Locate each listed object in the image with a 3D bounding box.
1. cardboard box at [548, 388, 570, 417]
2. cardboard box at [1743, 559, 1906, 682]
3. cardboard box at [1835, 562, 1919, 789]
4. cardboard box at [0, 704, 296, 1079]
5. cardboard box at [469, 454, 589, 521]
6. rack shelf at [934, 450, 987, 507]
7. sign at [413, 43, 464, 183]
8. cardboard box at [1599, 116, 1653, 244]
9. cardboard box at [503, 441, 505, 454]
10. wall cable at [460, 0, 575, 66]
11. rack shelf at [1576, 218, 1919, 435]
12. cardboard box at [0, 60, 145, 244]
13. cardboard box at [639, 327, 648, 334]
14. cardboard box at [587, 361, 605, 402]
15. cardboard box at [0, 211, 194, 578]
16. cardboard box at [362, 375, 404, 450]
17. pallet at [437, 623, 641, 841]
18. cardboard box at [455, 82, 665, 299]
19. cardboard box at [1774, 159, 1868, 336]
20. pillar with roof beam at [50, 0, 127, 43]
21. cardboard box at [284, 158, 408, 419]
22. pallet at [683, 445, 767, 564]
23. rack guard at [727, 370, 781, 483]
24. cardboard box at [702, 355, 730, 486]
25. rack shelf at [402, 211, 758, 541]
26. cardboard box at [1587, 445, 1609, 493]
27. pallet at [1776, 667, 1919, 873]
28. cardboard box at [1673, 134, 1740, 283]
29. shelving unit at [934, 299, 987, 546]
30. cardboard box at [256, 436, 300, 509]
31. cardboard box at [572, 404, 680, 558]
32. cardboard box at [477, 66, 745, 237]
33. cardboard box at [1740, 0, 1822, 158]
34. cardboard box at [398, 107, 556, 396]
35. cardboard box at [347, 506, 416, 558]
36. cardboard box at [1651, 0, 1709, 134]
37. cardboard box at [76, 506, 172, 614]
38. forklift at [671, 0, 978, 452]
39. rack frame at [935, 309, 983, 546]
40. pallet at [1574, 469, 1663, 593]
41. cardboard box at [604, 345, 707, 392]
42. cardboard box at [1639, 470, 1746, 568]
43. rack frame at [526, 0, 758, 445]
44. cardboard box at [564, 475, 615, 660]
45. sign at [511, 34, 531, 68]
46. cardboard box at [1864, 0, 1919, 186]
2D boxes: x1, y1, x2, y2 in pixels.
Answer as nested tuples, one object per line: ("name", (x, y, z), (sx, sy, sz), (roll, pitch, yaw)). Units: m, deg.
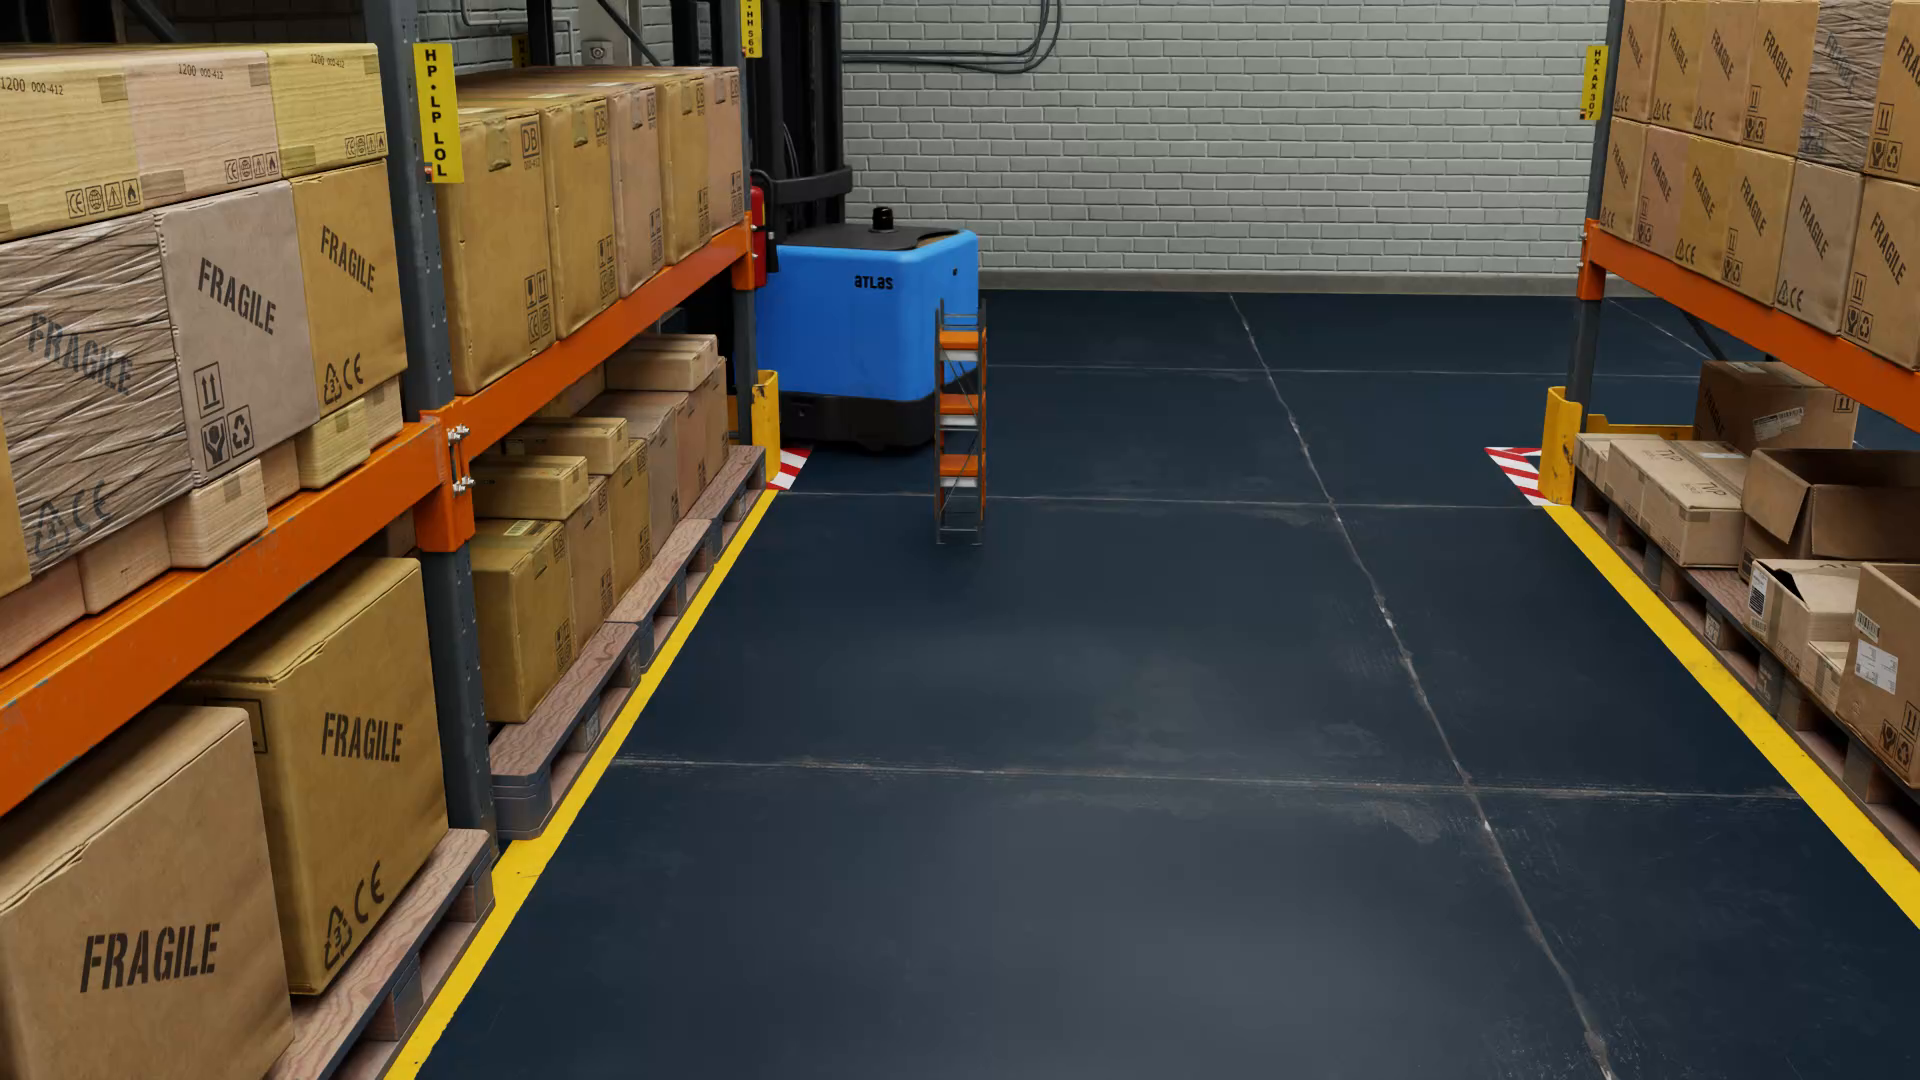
("cardboard box", (-1.744, -0.515, 6.475), (0.380, 0.149, 0.250), (1, 18, 4))
("cardboard box", (2.952, 0.239, 5.487), (0.500, 0.311, 0.500), (1, 18, 4))
("cardboard box", (2.898, 0.382, 4.747), (0.500, 0.500, 0.500), (1, 18, 4))
("cardboard box", (-1.778, 0.780, 3.002), (0.750, 0.750, 0.750), (2, 18, 6))
("cardboard box", (-1.438, -0.175, 5.437), (0.380, 0.149, 0.250), (2, 18, 6))
("rack shelf", (0.004, -0.241, 7.400), (0.215, 0.259, 0.240), (1, 18, 4))
("sign", (-1.259, -1.026, 4.005), (0.100, 0.325, 0.005), (1, 18, 4))
("cardboard box", (3.132, -1.571, 7.240), (0.500, 0.500, 0.500), (2, 18, 5))
("cardboard box", (-1.780, -0.356, 5.990), (0.380, 0.149, 0.250), (1, 18, 4))
("wall cable", (-2.366, -2.666, 9.112), (0.084, 1.984, 1.851), (1, 18, 4))
("rack shelf", (3.284, -0.692, 5.874), (1.077, 0.370, 4.000), (1, 18, 4))
("cardboard box", (-1.662, -0.610, 2.591), (0.500, 0.250, 0.500), (2, 18, 5))
("cardboard box", (-1.655, -0.908, 7.677), (0.380, 0.149, 0.250), (1, 18, 4))
("cardboard box", (-1.709, -0.673, 6.959), (0.380, 0.149, 0.250), (1, 18, 4))
("cardboard box", (-1.654, -0.257, 2.721), (0.500, 0.500, 0.500), (1, 18, 4))
("cardboard box", (-1.543, -0.301, 3.897), (0.380, 0.149, 0.250), (1, 18, 4))
("pallet", (-1.668, 0.568, 5.350), (1.003, 0.211, 1.213), (1, 18, 4))
("cardboard box", (-1.645, -1.286, 6.049), (0.980, 0.700, 0.700), (0, 18, 1))
("cardboard box", (2.991, -0.941, 5.318), (0.500, 0.500, 0.500), (2, 18, 5))
("pillar with roof beam", (1.681, -3.514, 3.696), (9.100, 9.000, 0.400), (1, 18, 4))
("cardboard box", (-1.582, -0.572, 3.681), (0.500, 0.500, 0.500), (1, 18, 3))
("pallet", (-1.493, -0.190, 7.663), (1.003, 0.211, 1.213), (1, 18, 4))
("rack guard", (-1.512, -0.584, 8.404), (1.175, 0.500, 0.348), (1, 18, 4))
("cardboard box", (-1.464, -0.557, 7.645), (0.700, 0.500, 0.500), (1, 18, 4))
("rack shelf", (-1.657, -0.802, 6.208), (1.077, 0.370, 4.000), (1, 18, 4))
("cardboard box", (3.037, -0.318, 7.420), (0.380, 0.166, 0.250), (1, 18, 4))
("pallet", (3.191, 0.699, 4.952), (1.003, 0.211, 1.213), (1, 18, 4))
("cardboard box", (3.062, -1.255, 6.275), (0.500, 0.500, 0.500), (1, 18, 4))
("shelving unit", (0.004, -0.516, 7.310), (0.215, 1.050, 0.252), (1, 18, 4))
("cardboard box", (-1.601, -0.143, 3.414), (0.380, 0.149, 0.250), (2, 18, 6))
("cardboard box", (-1.536, -0.245, 6.694), (0.700, 0.500, 0.500), (1, 18, 2))
("cardboard box", (-1.541, -1.749, 7.461), (0.980, 0.700, 0.700), (2, 18, 6))
("cardboard box", (3.026, -1.571, 5.633), (0.500, 0.500, 0.500), (1, 18, 3))
("cardboard box", (-1.746, -0.833, 4.667), (0.980, 0.700, 0.700), (2, 18, 5))
("cardboard box", (-1.853, -0.032, 5.001), (0.380, 0.149, 0.250), (1, 18, 4))
("cardboard box", (3.103, -1.884, 6.588), (0.500, 0.500, 0.500), (1, 18, 4))
("cardboard box", (-1.645, 0.015, 2.932), (0.380, 0.149, 0.250), (1, 18, 4))
("forklift", (-1.455, -2.123, 9.196), (3.031, 2.935, 1.130), (7, 19, 20))
("rack frame", (-0.005, -0.478, 7.195), (0.200, 1.050, 0.008), (1, 18, 4))
("pallet", (3.366, -0.059, 7.264), (1.003, 0.211, 1.213), (1, 18, 4))
("cardboard box", (-1.309, -0.742, 7.168), (0.380, 0.149, 0.250), (2, 18, 5))
("cardboard box", (3.034, -0.085, 6.574), (0.500, 0.250, 0.500), (1, 18, 4))
("rack frame", (-1.514, -1.765, 7.992), (1.000, 3.000, 0.127), (1, 18, 4))
("cardboard box", (-1.606, 0.080, 5.702), (0.700, 0.500, 0.500), (1, 18, 3))
("sign", (-2.067, -2.228, 7.888), (0.100, 0.325, 0.005), (1, 18, 4))
("cardboard box", (2.953, -1.258, 4.678), (0.500, 0.500, 0.500), (1, 18, 3))
